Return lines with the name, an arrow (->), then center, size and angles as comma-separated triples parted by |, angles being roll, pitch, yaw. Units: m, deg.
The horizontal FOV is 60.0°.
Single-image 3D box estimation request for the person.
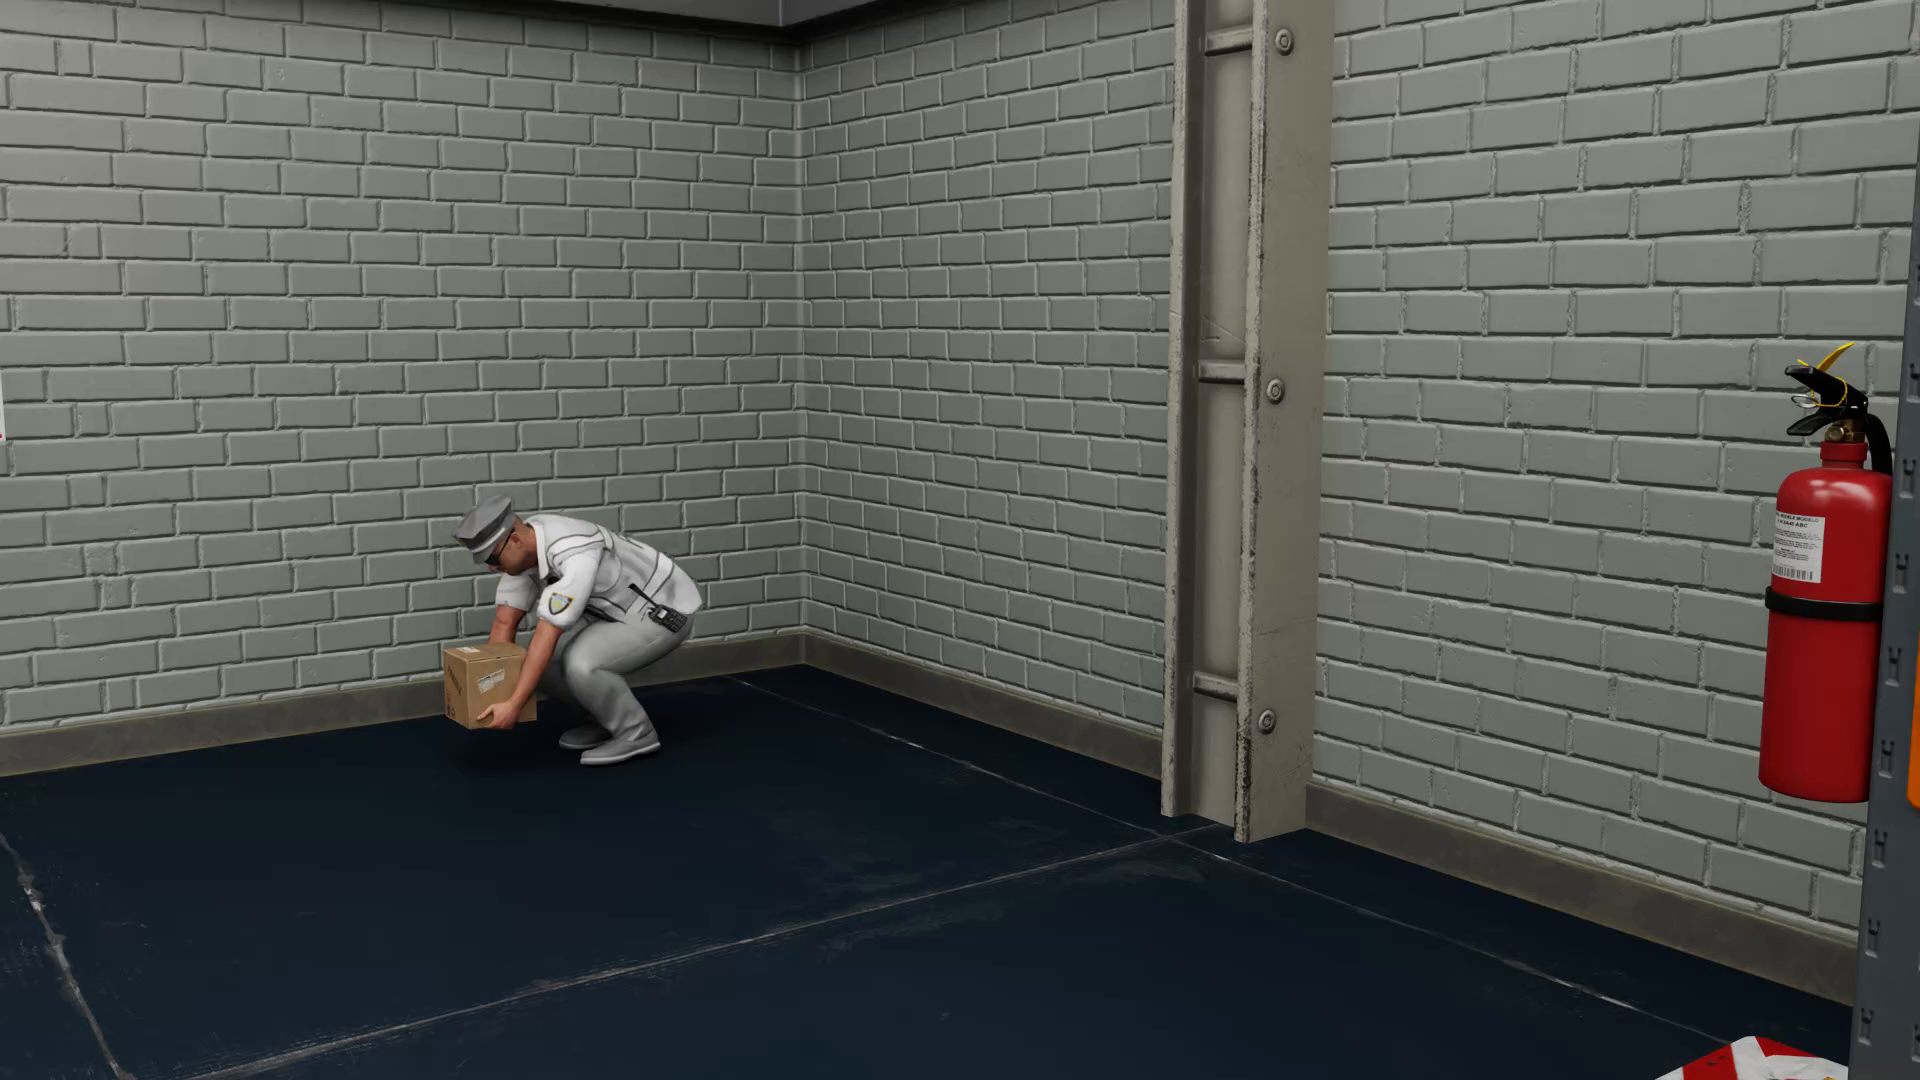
person -> -1.424, 0.317, 6.191 | 0.949, 1.025, 0.532 | -6, 10, -37
